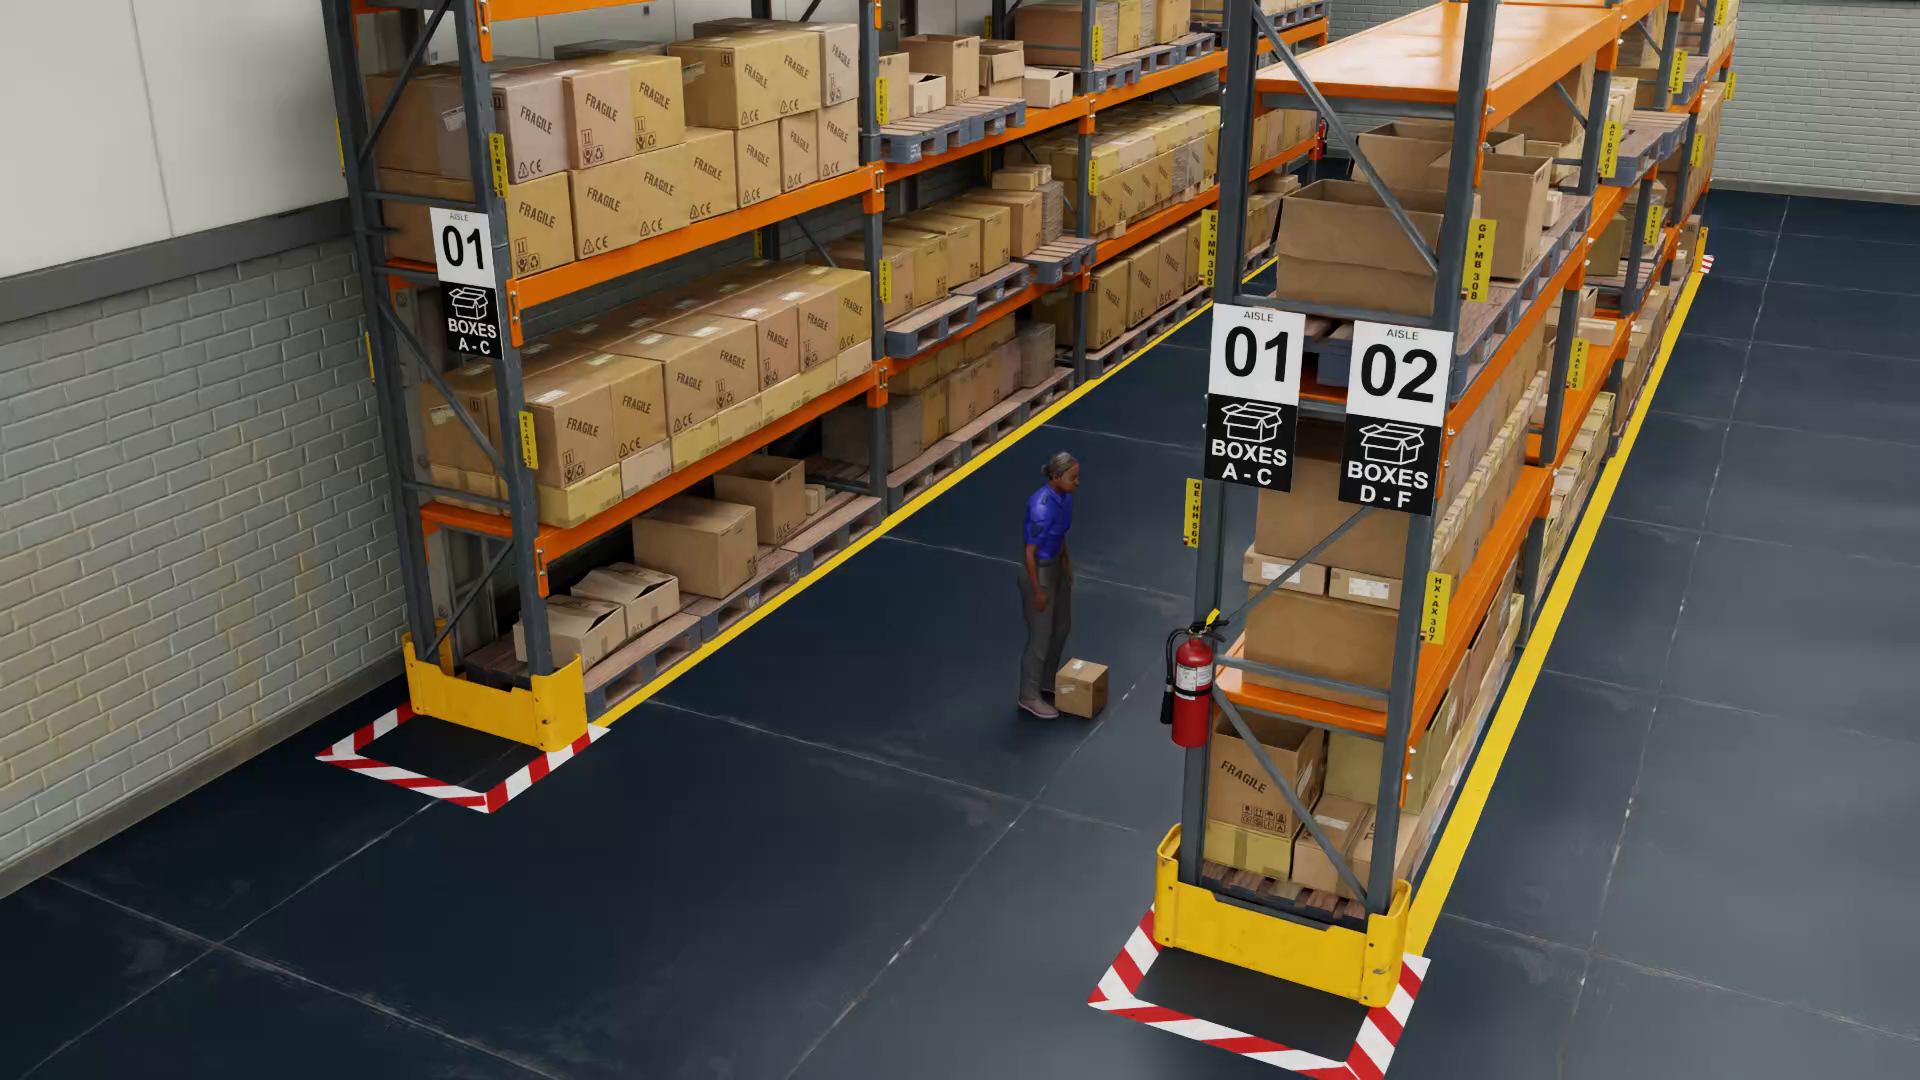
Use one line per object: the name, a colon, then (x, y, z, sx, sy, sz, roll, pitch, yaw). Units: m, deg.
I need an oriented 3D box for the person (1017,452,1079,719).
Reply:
person: (0.545, 0.239, 10.166, 0.347, 1.655, 0.507, 11, 25, 25)
